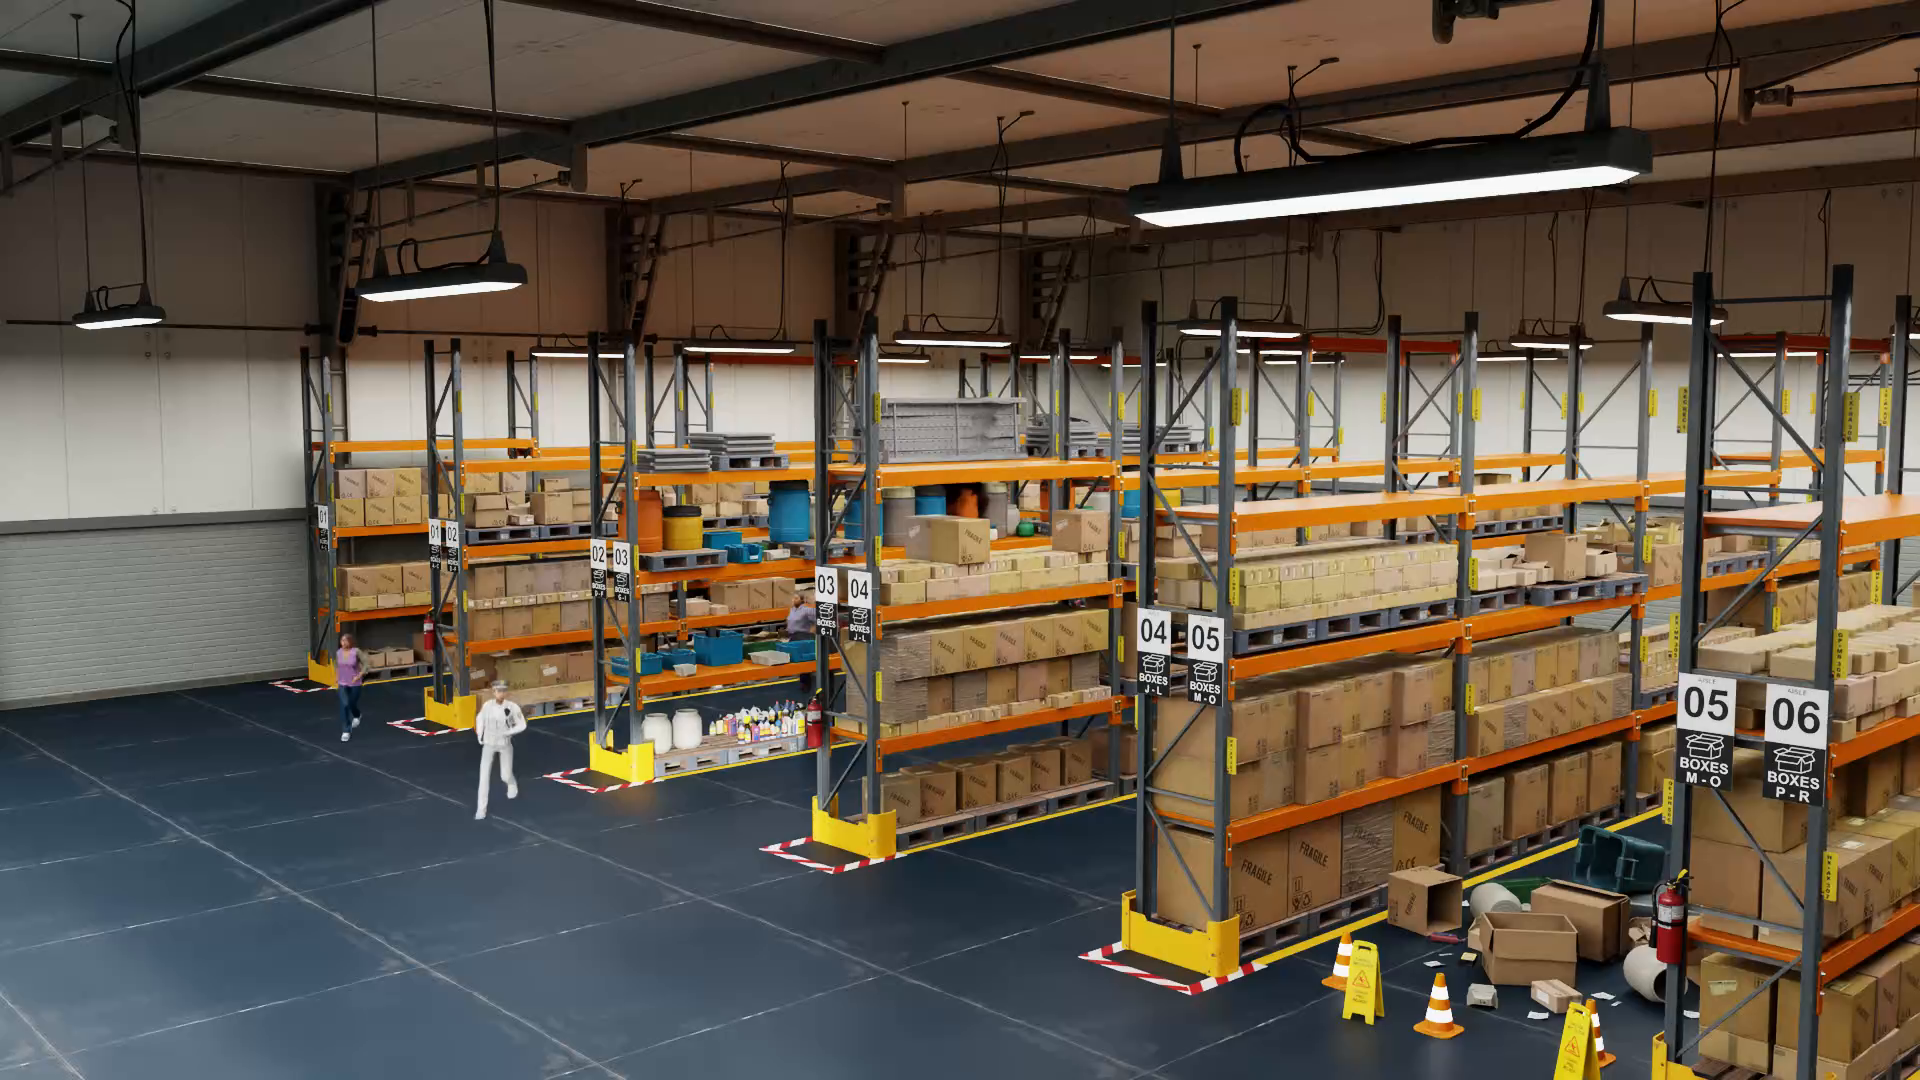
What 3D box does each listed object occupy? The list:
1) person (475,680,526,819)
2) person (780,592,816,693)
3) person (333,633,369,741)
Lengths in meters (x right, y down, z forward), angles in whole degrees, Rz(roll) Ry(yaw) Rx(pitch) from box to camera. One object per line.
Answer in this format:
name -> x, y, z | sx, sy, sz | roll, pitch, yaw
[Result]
person -> -5.690, 2.550, 20.585 | 0.641, 1.674, 0.816 | 0, 5, -5
person -> -2.654, 1.688, 27.277 | 0.579, 1.669, 0.575 | 4, 7, 40
person -> -9.129, 2.172, 24.948 | 0.537, 1.583, 0.781 | 0, 5, -5
